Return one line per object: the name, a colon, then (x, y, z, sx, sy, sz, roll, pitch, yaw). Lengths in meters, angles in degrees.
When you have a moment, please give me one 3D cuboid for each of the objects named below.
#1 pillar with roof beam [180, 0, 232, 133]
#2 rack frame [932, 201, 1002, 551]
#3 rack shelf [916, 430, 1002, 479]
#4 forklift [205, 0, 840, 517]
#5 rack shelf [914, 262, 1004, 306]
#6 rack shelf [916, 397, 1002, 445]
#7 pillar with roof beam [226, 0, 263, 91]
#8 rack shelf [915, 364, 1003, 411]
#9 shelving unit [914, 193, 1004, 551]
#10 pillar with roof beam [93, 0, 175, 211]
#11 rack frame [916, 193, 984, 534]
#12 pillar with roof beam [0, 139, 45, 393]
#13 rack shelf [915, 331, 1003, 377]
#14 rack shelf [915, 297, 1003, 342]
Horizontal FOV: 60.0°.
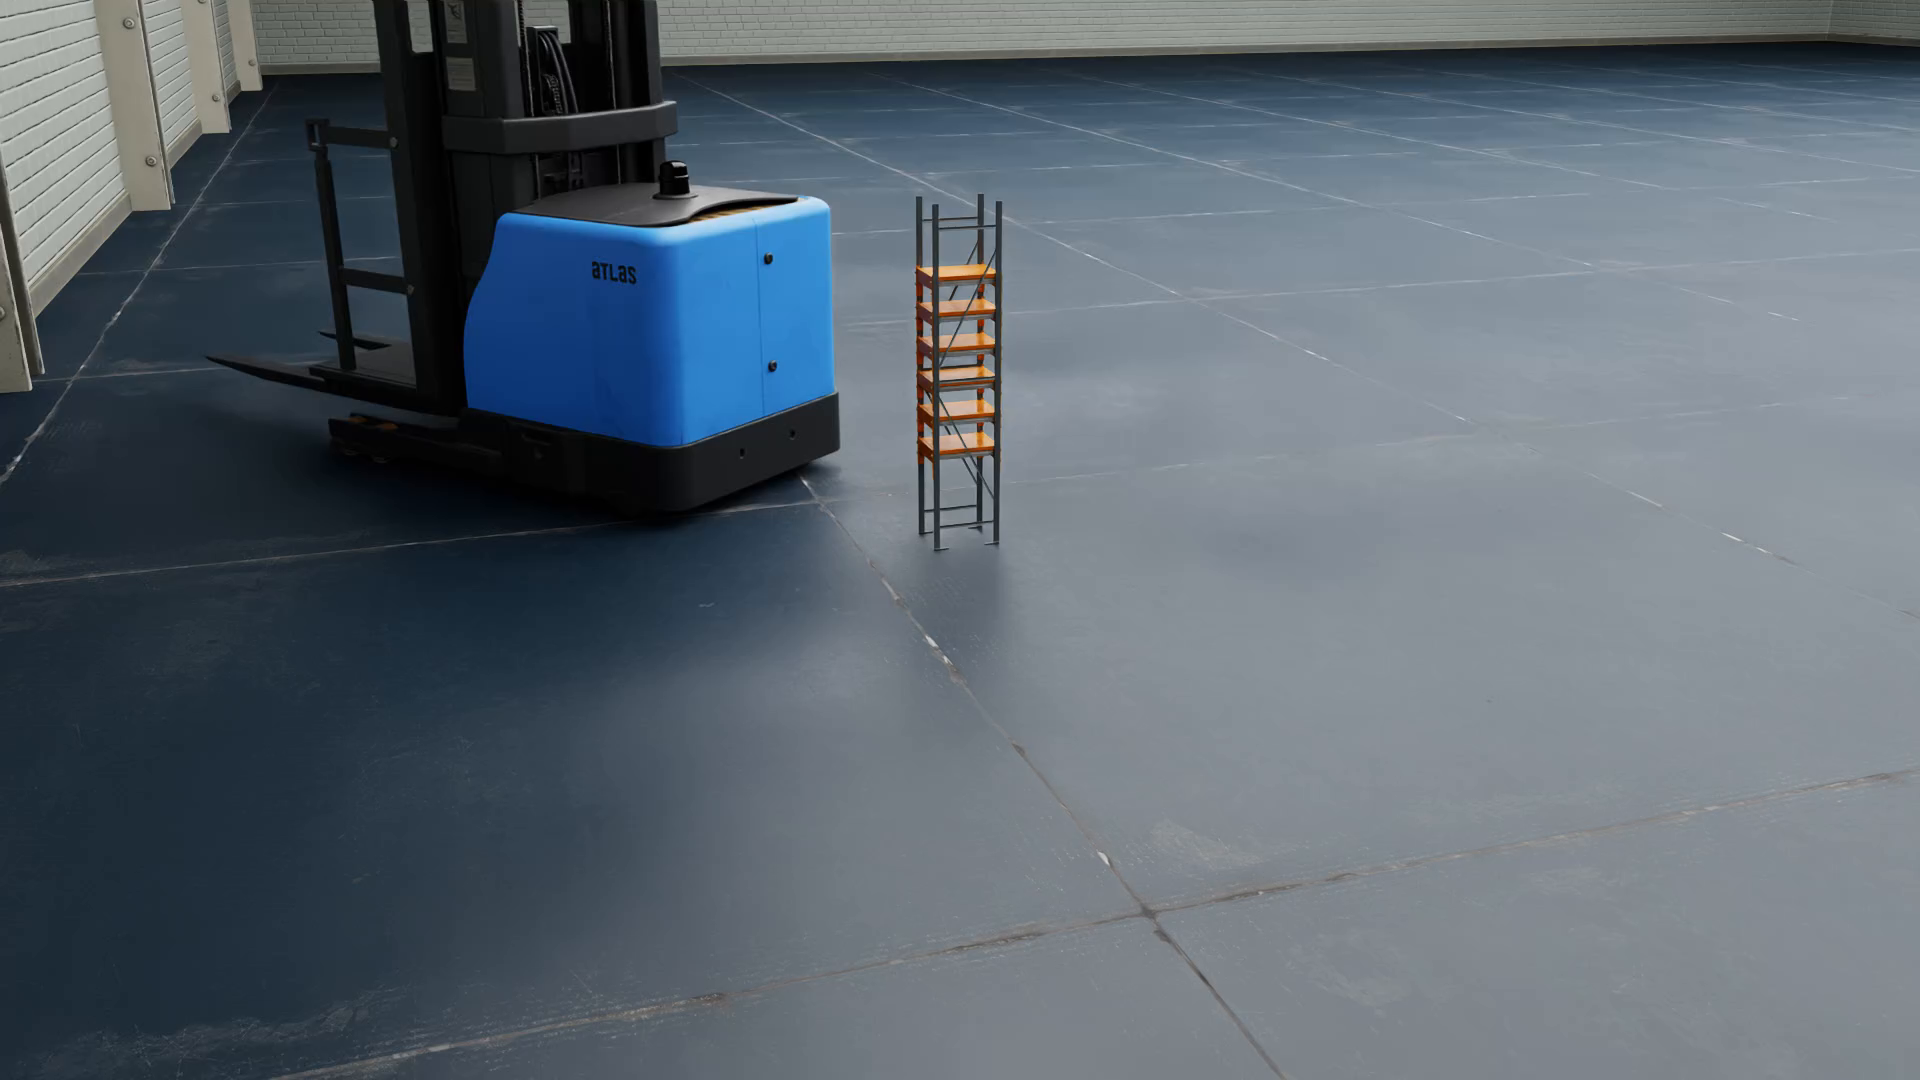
pillar with roof beam: (-4.304, -9.298, 18.491, 9.100, 9.000, 0.400, -6, 21, -17)
rack frame: (0.024, -0.540, 5.645, 0.240, 1.200, 0.006, -6, 21, -17)
rack shelf: (-0.005, -0.302, 5.823, 0.258, 0.103, 0.180, -6, 21, -17)
forklift: (-2.001, -1.826, 6.664, 3.031, 2.935, 1.130, 12, 23, 31)
rack shelf: (-0.005, -0.866, 5.620, 0.258, 0.103, 0.180, -6, 21, -17)
rack shelf: (-0.005, -0.415, 5.782, 0.258, 0.103, 0.180, -6, 21, -17)
pillar with roof beam: (-6.189, -11.224, 23.852, 9.100, 9.000, 0.400, -6, 21, -17)
rack shelf: (-0.005, -0.528, 5.742, 0.258, 0.103, 0.180, -6, 21, -17)
shelving unit: (-0.005, -0.569, 5.727, 0.258, 1.200, 0.189, -6, 21, -17)
pillar with roof beam: (-2.418, -7.373, 13.131, 9.100, 9.000, 0.400, -6, 21, -17)
rack frame: (-0.033, -0.599, 5.808, 0.240, 1.200, 0.006, -6, 21, -17)
pillar with roof beam: (-0.532, -5.447, 7.770, 9.100, 9.000, 0.400, -6, 21, -17)
rack shelf: (-0.005, -0.640, 5.701, 0.258, 0.103, 0.180, -6, 21, -17)
rack shelf: (-0.005, -0.753, 5.660, 0.258, 0.103, 0.180, -6, 21, -17)
